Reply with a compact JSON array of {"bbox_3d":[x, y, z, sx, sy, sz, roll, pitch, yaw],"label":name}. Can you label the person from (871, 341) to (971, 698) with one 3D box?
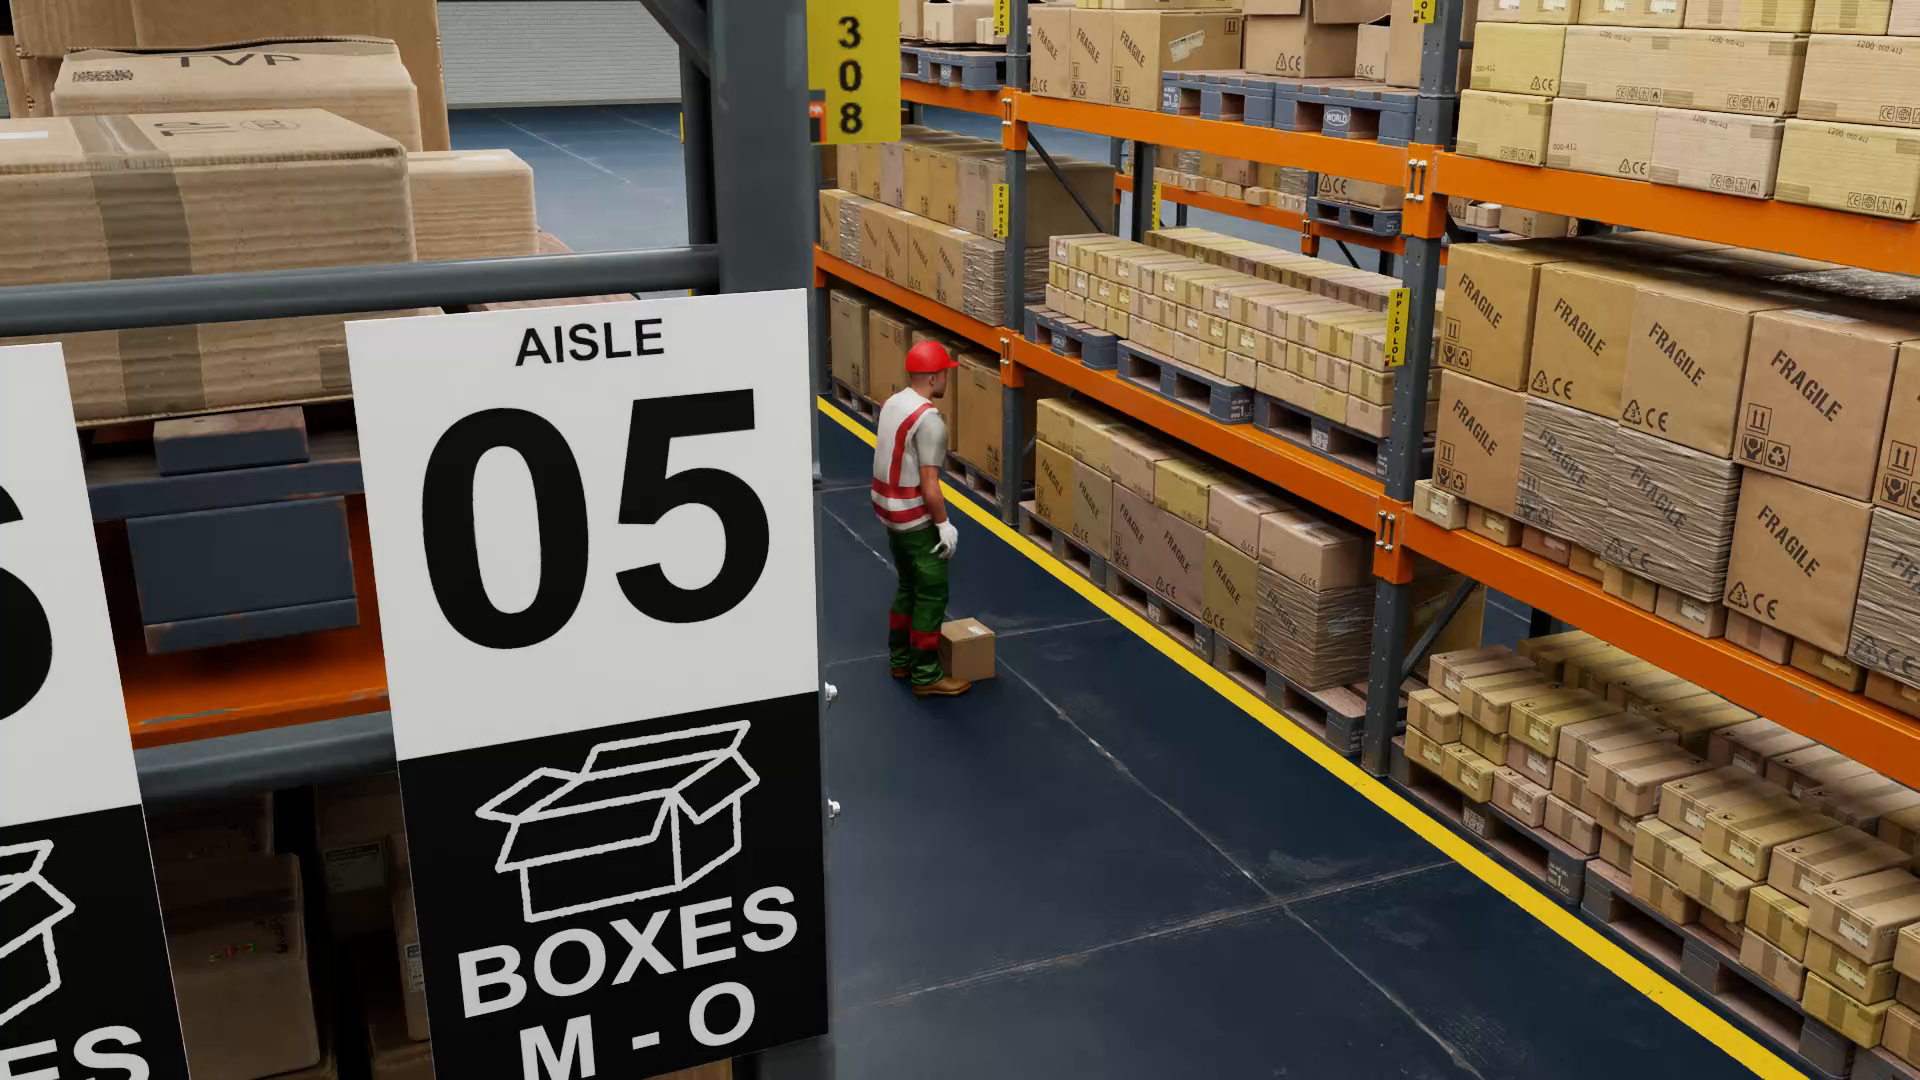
[{"bbox_3d":[-0.198,-0.111,8.368,0.449,1.778,0.610,-9,21,-24],"label":"person"}]
